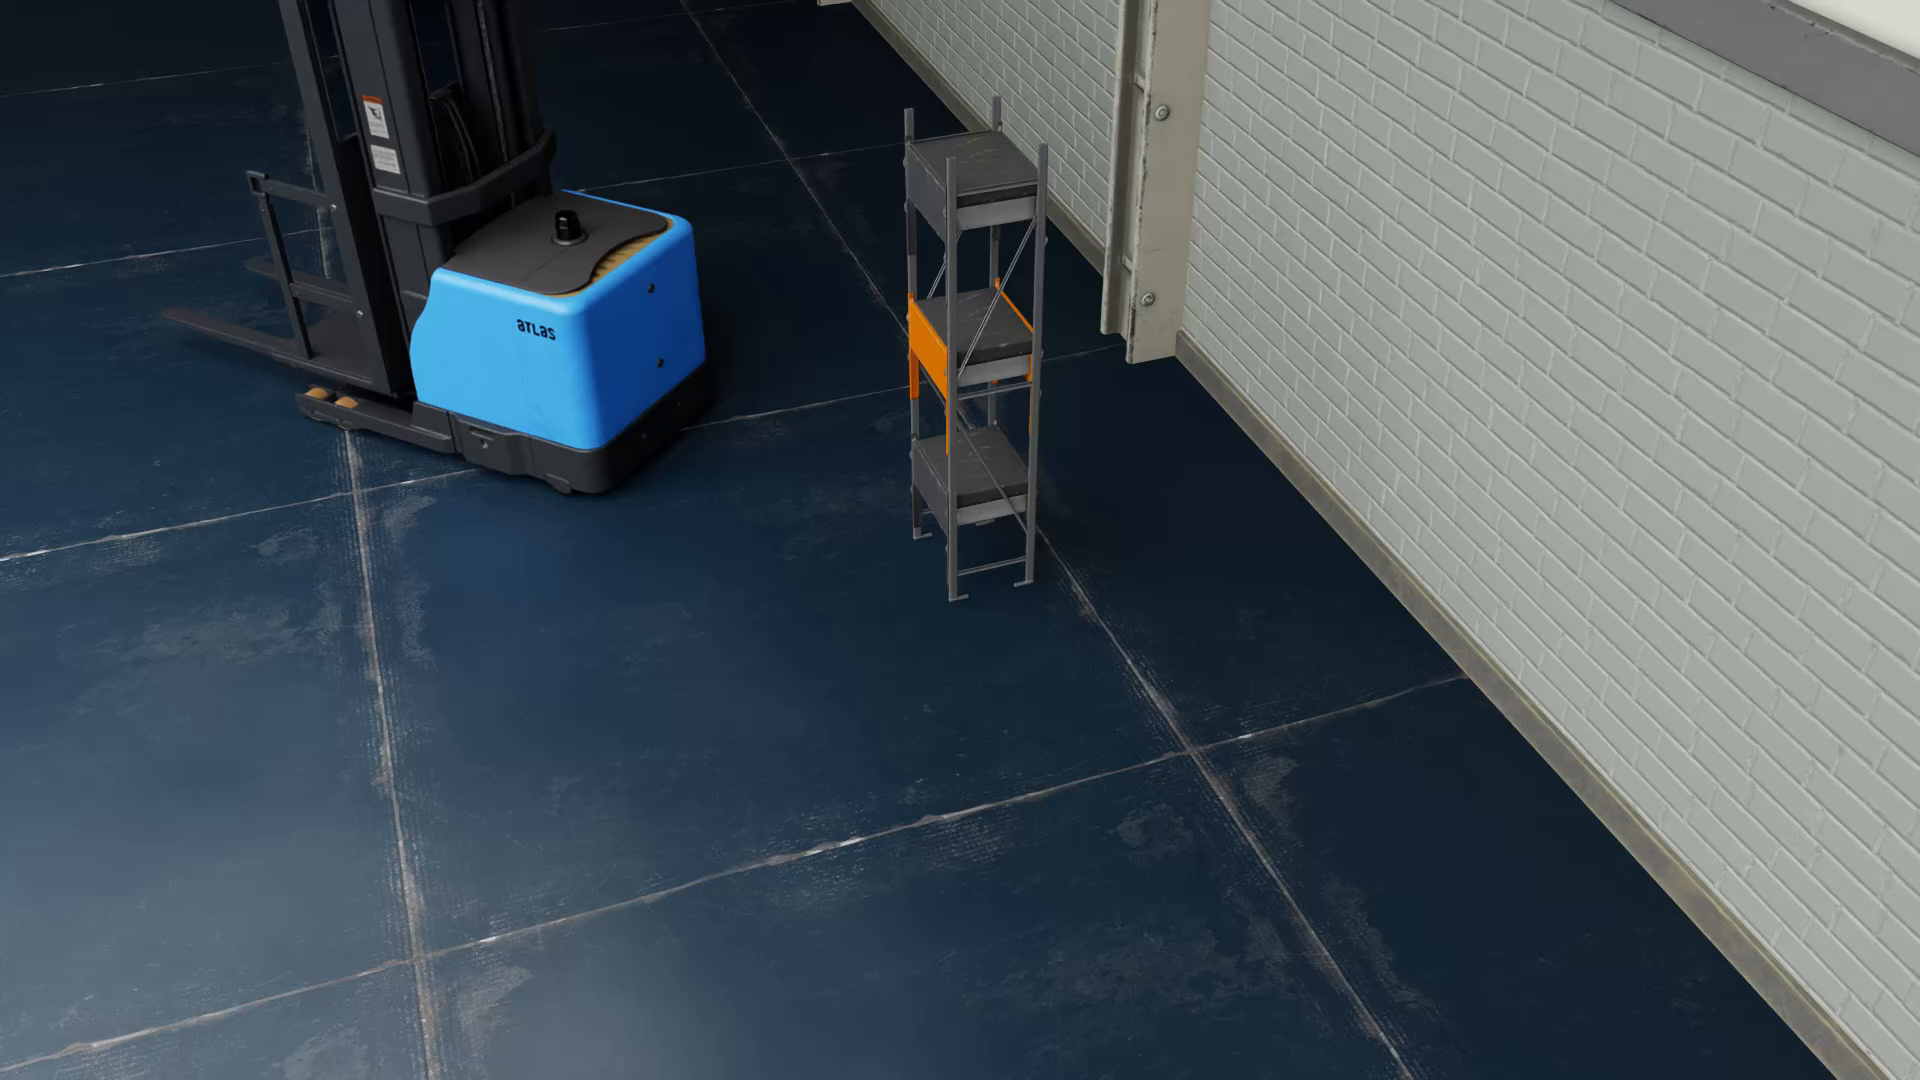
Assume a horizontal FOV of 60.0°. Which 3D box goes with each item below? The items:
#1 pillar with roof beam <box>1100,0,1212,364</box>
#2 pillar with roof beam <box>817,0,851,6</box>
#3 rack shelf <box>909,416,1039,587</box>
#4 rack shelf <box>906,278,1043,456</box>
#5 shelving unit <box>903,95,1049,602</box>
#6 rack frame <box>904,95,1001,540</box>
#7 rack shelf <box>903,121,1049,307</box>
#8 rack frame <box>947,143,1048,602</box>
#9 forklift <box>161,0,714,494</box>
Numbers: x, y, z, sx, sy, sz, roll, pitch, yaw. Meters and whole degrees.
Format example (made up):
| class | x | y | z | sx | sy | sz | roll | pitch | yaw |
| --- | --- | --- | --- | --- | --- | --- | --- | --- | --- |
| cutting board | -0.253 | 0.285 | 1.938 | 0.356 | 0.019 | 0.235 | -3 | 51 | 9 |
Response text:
| class | x | y | z | sx | sy | sz | roll | pitch | yaw |
| --- | --- | --- | --- | --- | --- | --- | --- | --- | --- |
| pillar with roof beam | -3.047 | -3.800 | 5.315 | 9.100 | 9.000 | 0.400 | -12 | 39 | -16 |
| pillar with roof beam | -5.112 | -7.189 | 9.815 | 9.100 | 9.000 | 0.400 | -12 | 39 | -16 |
| rack shelf | 0.057 | -0.175 | 7.423 | 0.431 | 0.518 | 0.480 | -12 | 39 | -16 |
| rack shelf | 0.057 | -0.734 | 7.002 | 0.431 | 0.518 | 0.480 | -12 | 39 | -16 |
| shelving unit | 0.057 | -0.745 | 6.994 | 0.431 | 2.100 | 0.503 | -12 | 39 | -16 |
| rack frame | -0.027 | -0.883 | 7.177 | 0.400 | 2.100 | 0.015 | -12 | 39 | -16 |
| rack shelf | 0.057 | -1.293 | 6.581 | 0.431 | 0.518 | 0.480 | -12 | 39 | -16 |
| rack frame | 0.141 | -0.607 | 6.811 | 0.400 | 2.100 | 0.015 | -12 | 39 | -16 |
| forklift | -2.830 | -1.999 | 7.968 | 3.031 | 2.935 | 1.130 | 17 | 40 | 21 |
